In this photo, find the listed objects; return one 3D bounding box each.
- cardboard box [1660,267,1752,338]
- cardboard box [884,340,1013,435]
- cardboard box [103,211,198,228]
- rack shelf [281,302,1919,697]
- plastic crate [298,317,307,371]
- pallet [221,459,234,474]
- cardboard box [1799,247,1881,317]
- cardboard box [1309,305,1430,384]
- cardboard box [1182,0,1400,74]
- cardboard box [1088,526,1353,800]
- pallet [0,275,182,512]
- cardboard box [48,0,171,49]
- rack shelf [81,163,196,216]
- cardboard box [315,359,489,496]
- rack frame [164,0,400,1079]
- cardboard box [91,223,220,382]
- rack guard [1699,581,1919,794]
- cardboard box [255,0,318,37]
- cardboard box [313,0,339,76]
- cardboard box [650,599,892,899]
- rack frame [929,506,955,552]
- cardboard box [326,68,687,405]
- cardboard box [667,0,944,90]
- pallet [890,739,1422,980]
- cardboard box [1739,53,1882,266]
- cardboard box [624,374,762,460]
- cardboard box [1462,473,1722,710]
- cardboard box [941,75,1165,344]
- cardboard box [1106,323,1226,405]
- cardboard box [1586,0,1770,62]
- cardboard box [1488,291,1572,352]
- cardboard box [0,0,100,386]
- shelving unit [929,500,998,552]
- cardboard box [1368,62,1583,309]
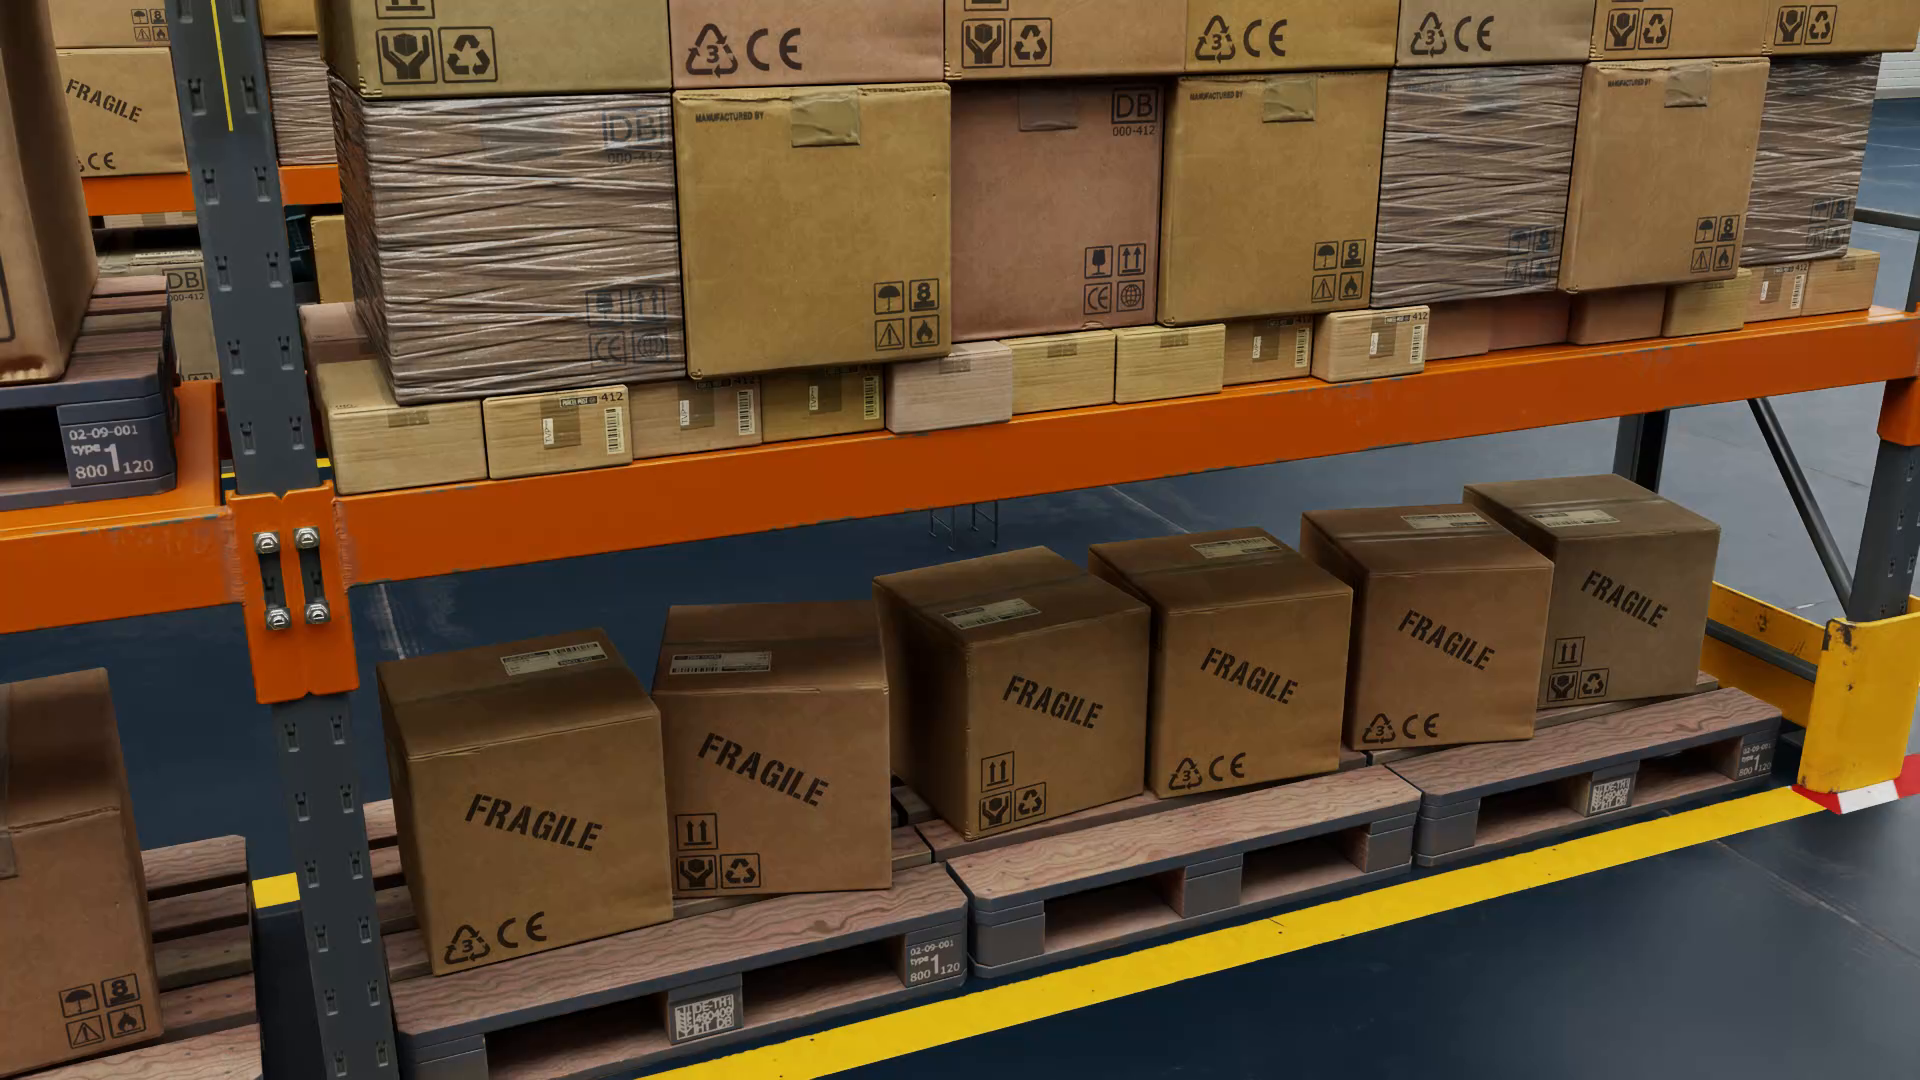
[{"bbox_3d":[1.727,-0.624,4.156,0.250,0.149,0.380,-8,21,-22],"label":"cardboard box"},{"bbox_3d":[-0.085,-0.342,3.356,0.250,0.149,0.380,-8,21,-22],"label":"cardboard box"},{"bbox_3d":[-5.733,-2.309,11.887,0.625,0.372,0.950,-8,21,-21],"label":"cardboard box"},{"bbox_3d":[0.509,-0.322,4.002,4.000,0.370,1.077,-8,21,-22],"label":"rack shelf"},{"bbox_3d":[-3.558,-1.047,9.126,0.662,0.188,0.450,2,30,6],"label":"plastic crate"},{"bbox_3d":[-3.877,-0.484,7.579,1.213,0.211,1.003,-8,21,-22],"label":"pallet"},{"bbox_3d":[2.166,-0.705,4.387,0.250,0.149,0.380,-8,21,-22],"label":"cardboard box"},{"bbox_3d":[0.830,-0.476,3.735,0.250,0.149,0.380,-8,21,-22],"label":"cardboard box"},{"bbox_3d":[0.559,-1.240,3.422,0.500,0.500,0.500,-8,21,-22],"label":"cardboard box"},{"bbox_3d":[0.648,0.300,4.286,0.500,0.500,0.500,-6,20,-17],"label":"cardboard box"},{"bbox_3d":[-2.086,-0.251,3.008,1.213,0.211,1.003,-8,21,-22],"label":"pallet"},{"bbox_3d":[-3.652,-2.375,7.096,0.500,0.500,0.700,-9,21,-23],"label":"cardboard box"},{"bbox_3d":[-5.035,-1.321,6.841,4.000,0.370,1.077,-8,21,-22],"label":"rack shelf"},{"bbox_3d":[-1.010,-0.216,2.997,0.250,0.149,0.380,-8,21,-22],"label":"cardboard box"},{"bbox_3d":[-1.327,-0.398,3.136,0.127,3.000,1.000,-8,21,-22],"label":"rack frame"},{"bbox_3d":[-3.733,-0.952,7.463,0.750,0.750,1.050,-8,21,-22],"label":"cardboard box"},{"bbox_3d":[2.276,0.265,5.017,0.348,0.500,1.175,-8,21,-22],"label":"rack guard"},{"bbox_3d":[-2.846,-2.542,7.373,0.550,0.550,0.875,-8,21,-22],"label":"cardboard box"},{"bbox_3d":[-1.023,-1.200,3.310,0.500,0.500,0.500,-8,21,-22],"label":"cardboard box"},{"bbox_3d":[-0.421,0.465,3.816,0.500,0.500,0.500,-2,19,-5],"label":"cardboard box"},{"bbox_3d":[-0.071,-0.556,6.294,0.006,1.200,0.240,-8,21,-22],"label":"rack frame"},{"bbox_3d":[-0.889,-0.626,3.184,0.500,0.500,0.875,-8,21,-22],"label":"cardboard box"},{"bbox_3d":[-0.355,-1.105,3.040,0.500,0.500,0.500,-8,21,-22],"label":"cardboard box"},{"bbox_3d":[0.398,0.656,4.340,1.213,0.211,1.003,-8,21,-22],"label":"pallet"},{"bbox_3d":[1.830,-1.048,4.382,0.500,0.500,0.875,-8,21,-22],"label":"cardboard box"},{"bbox_3d":[-0.557,-0.286,3.197,0.250,0.149,0.380,-8,21,-22],"label":"cardboard box"},{"bbox_3d":[1.766,0.134,4.757,0.500,0.500,0.500,-4,20,-12],"label":"cardboard box"},{"bbox_3d":[0.003,-0.777,3.615,0.500,0.500,0.875,-8,21,-22],"label":"cardboard box"},{"bbox_3d":[0.362,-0.417,3.569,0.250,0.149,0.380,-8,21,-22],"label":"cardboard box"},{"bbox_3d":[1.482,-1.368,3.787,0.500,0.500,0.500,-8,21,-22],"label":"cardboard box"},{"bbox_3d":[1.245,-0.575,4.018,0.250,0.149,0.380,-8,21,-22],"label":"cardboard box"},{"bbox_3d":[-2.112,-0.817,2.791,1.000,1.000,1.000,-8,21,-22],"label":"cardboard box"},{"bbox_3d":[0.013,-0.568,6.328,0.189,1.200,0.258,-8,21,-22],"label":"shelving unit"},{"bbox_3d":[0.942,-0.893,3.942,0.500,0.500,0.875,-8,21,-22],"label":"cardboard box"}]
